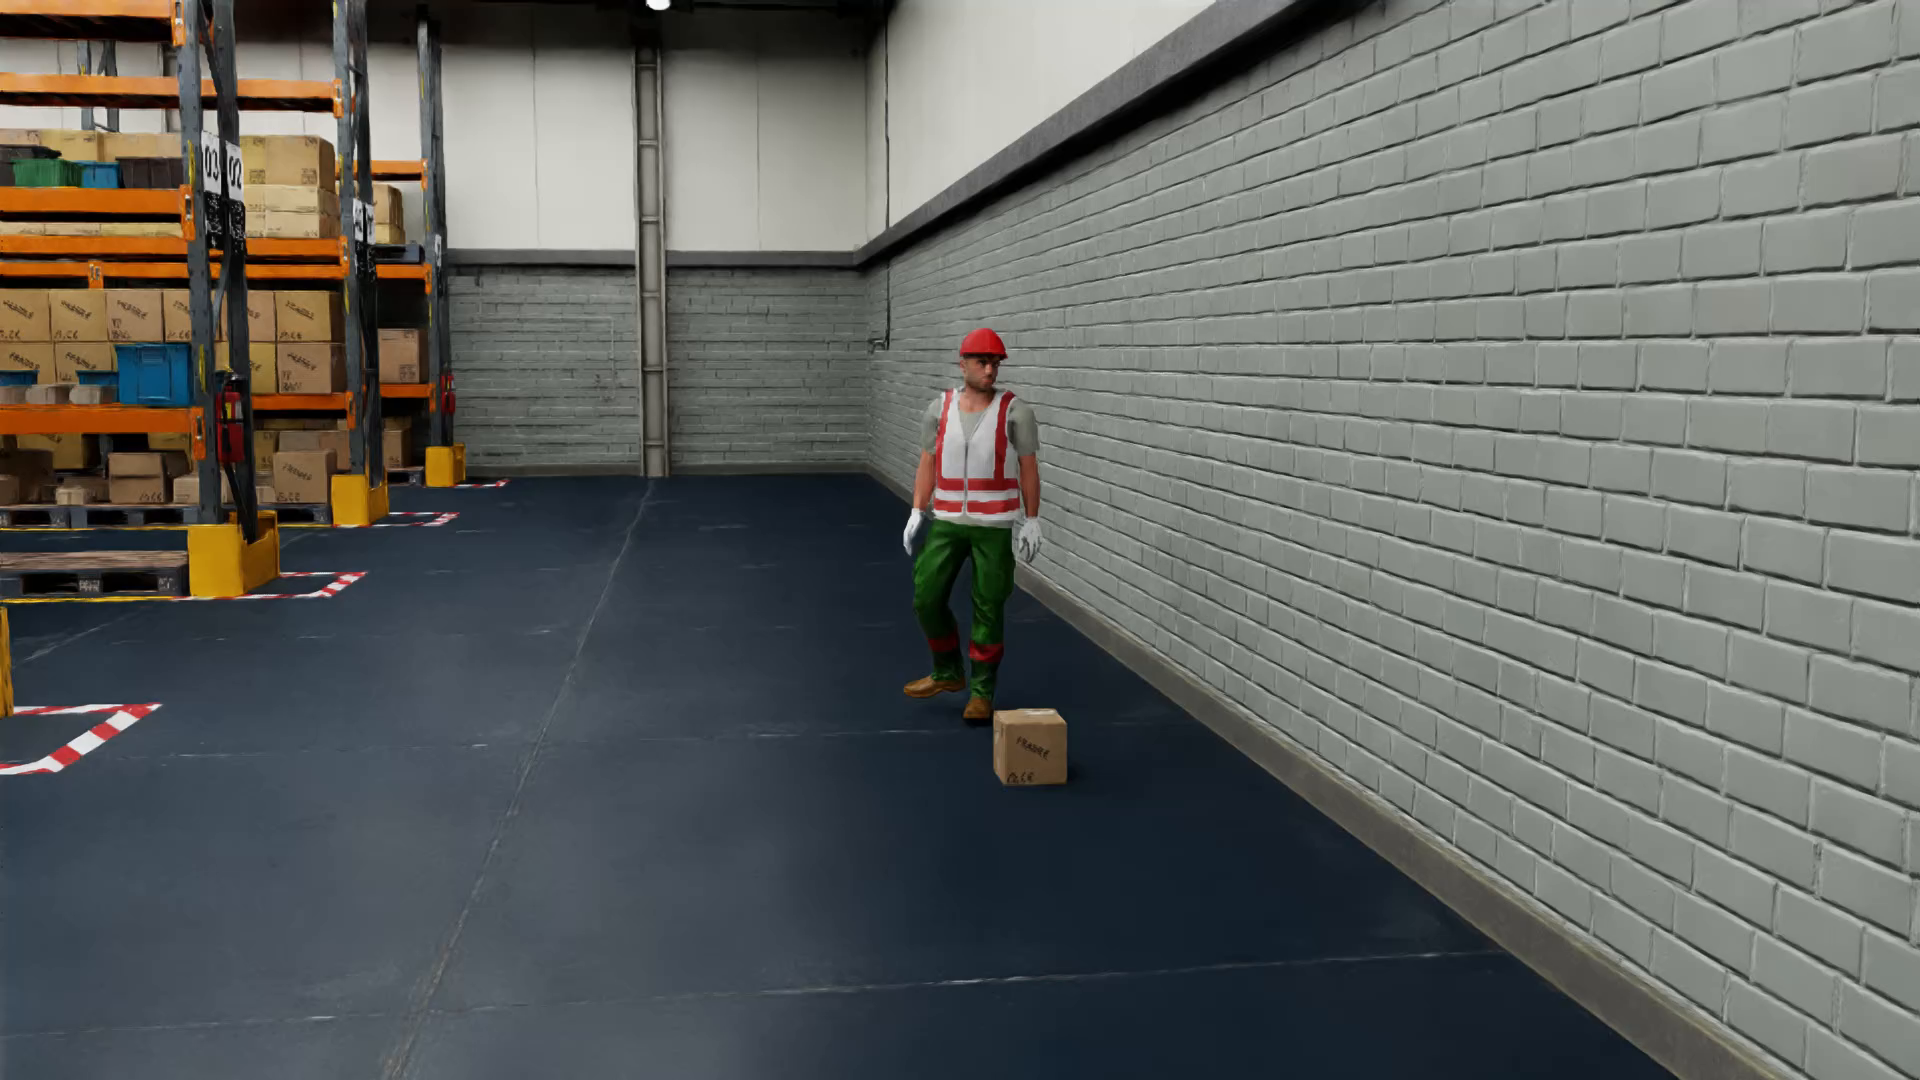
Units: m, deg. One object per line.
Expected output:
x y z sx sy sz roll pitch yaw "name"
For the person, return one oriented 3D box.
0.027 -0.077 7.636 0.700 1.782 0.449 2 7 20 "person"
